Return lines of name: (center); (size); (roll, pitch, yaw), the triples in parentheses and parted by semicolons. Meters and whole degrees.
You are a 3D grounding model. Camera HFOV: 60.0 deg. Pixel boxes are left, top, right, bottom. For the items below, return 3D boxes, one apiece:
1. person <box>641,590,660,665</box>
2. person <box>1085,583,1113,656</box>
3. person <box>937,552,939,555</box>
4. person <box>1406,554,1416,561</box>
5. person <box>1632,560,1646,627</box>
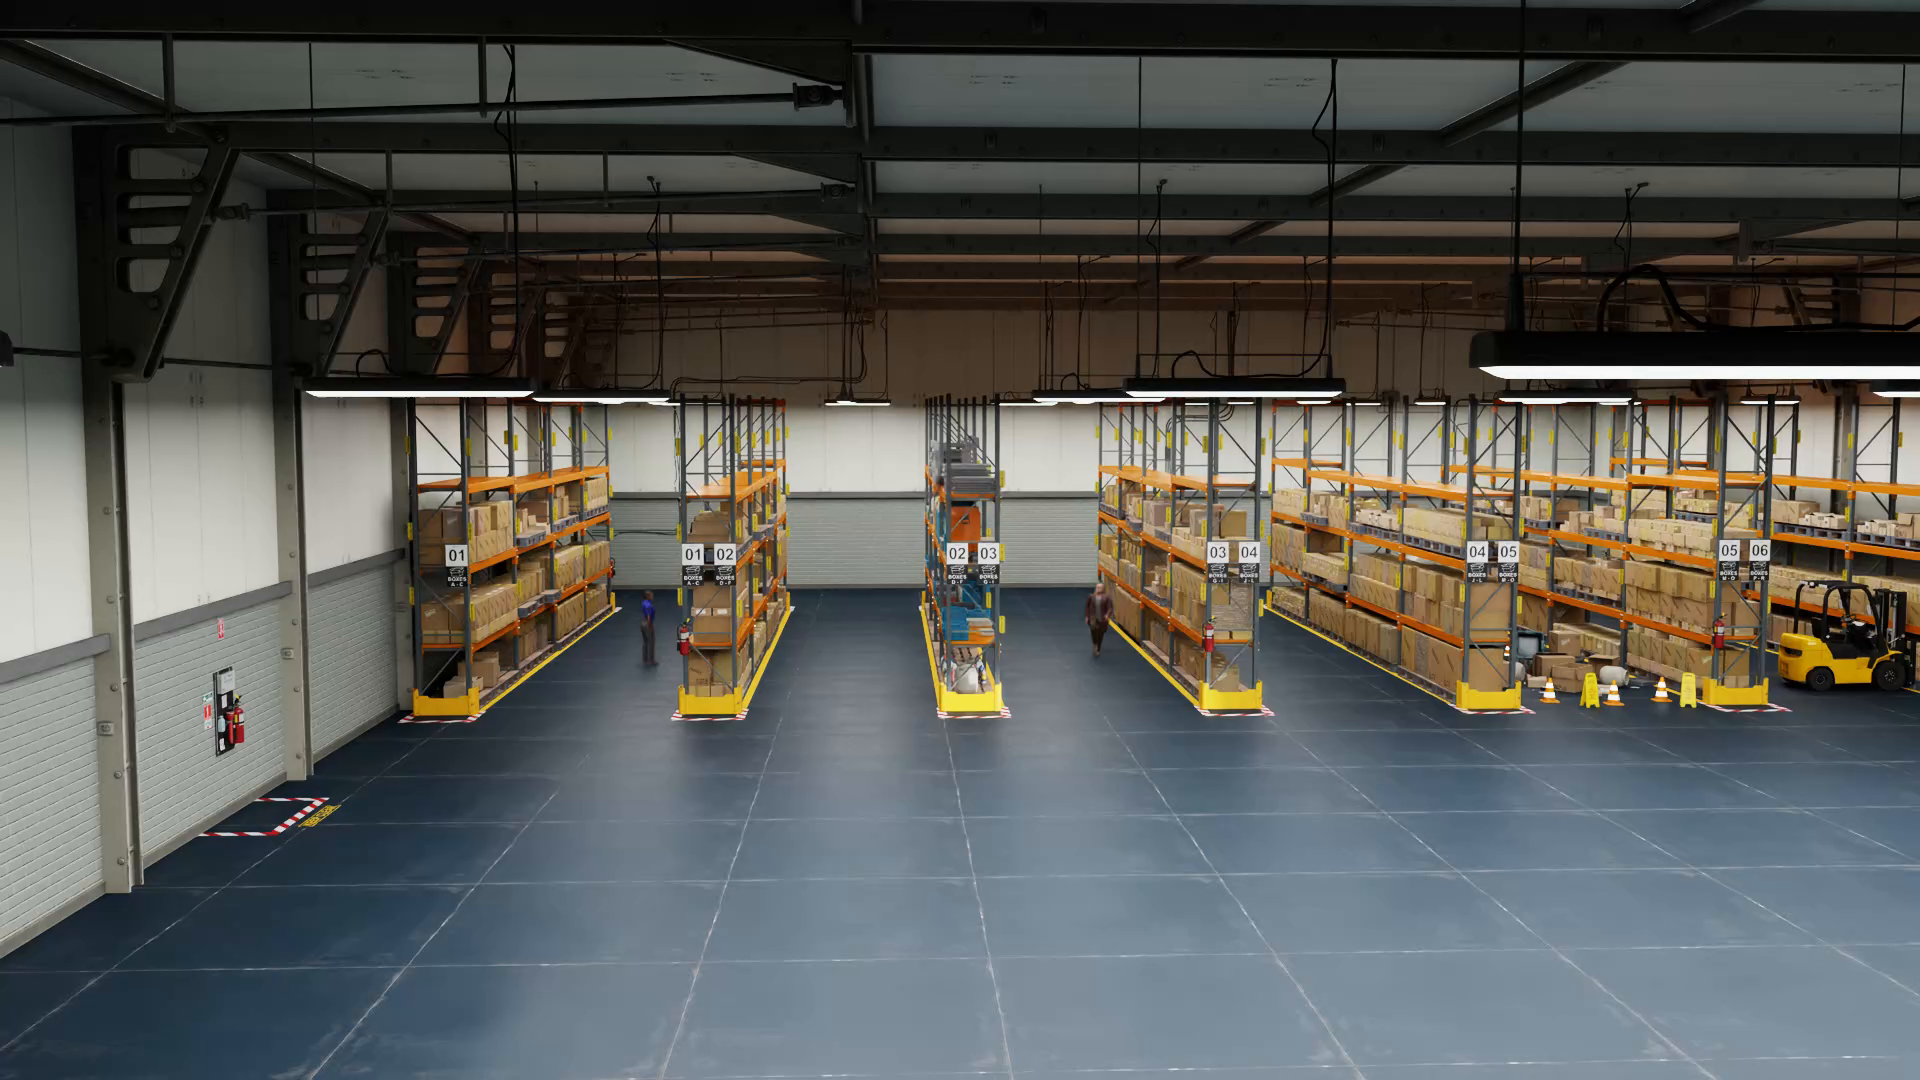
person: (-6.915, 1.949, 37.152); (0.396, 1.660, 0.511); (-2, 5, -19)
person: (3.190, 1.835, 38.115); (0.604, 1.714, 0.936); (0, 5, -2)
person: (-0.558, 0.932, 50.357); (0.471, 1.625, 1.055); (1, 5, 9)
person: (13.908, 0.785, 51.474); (1.070, 1.732, 0.645); (-1, 5, -12)
person: (17.796, 1.408, 43.440); (0.463, 1.795, 0.568); (1, 5, 12)
